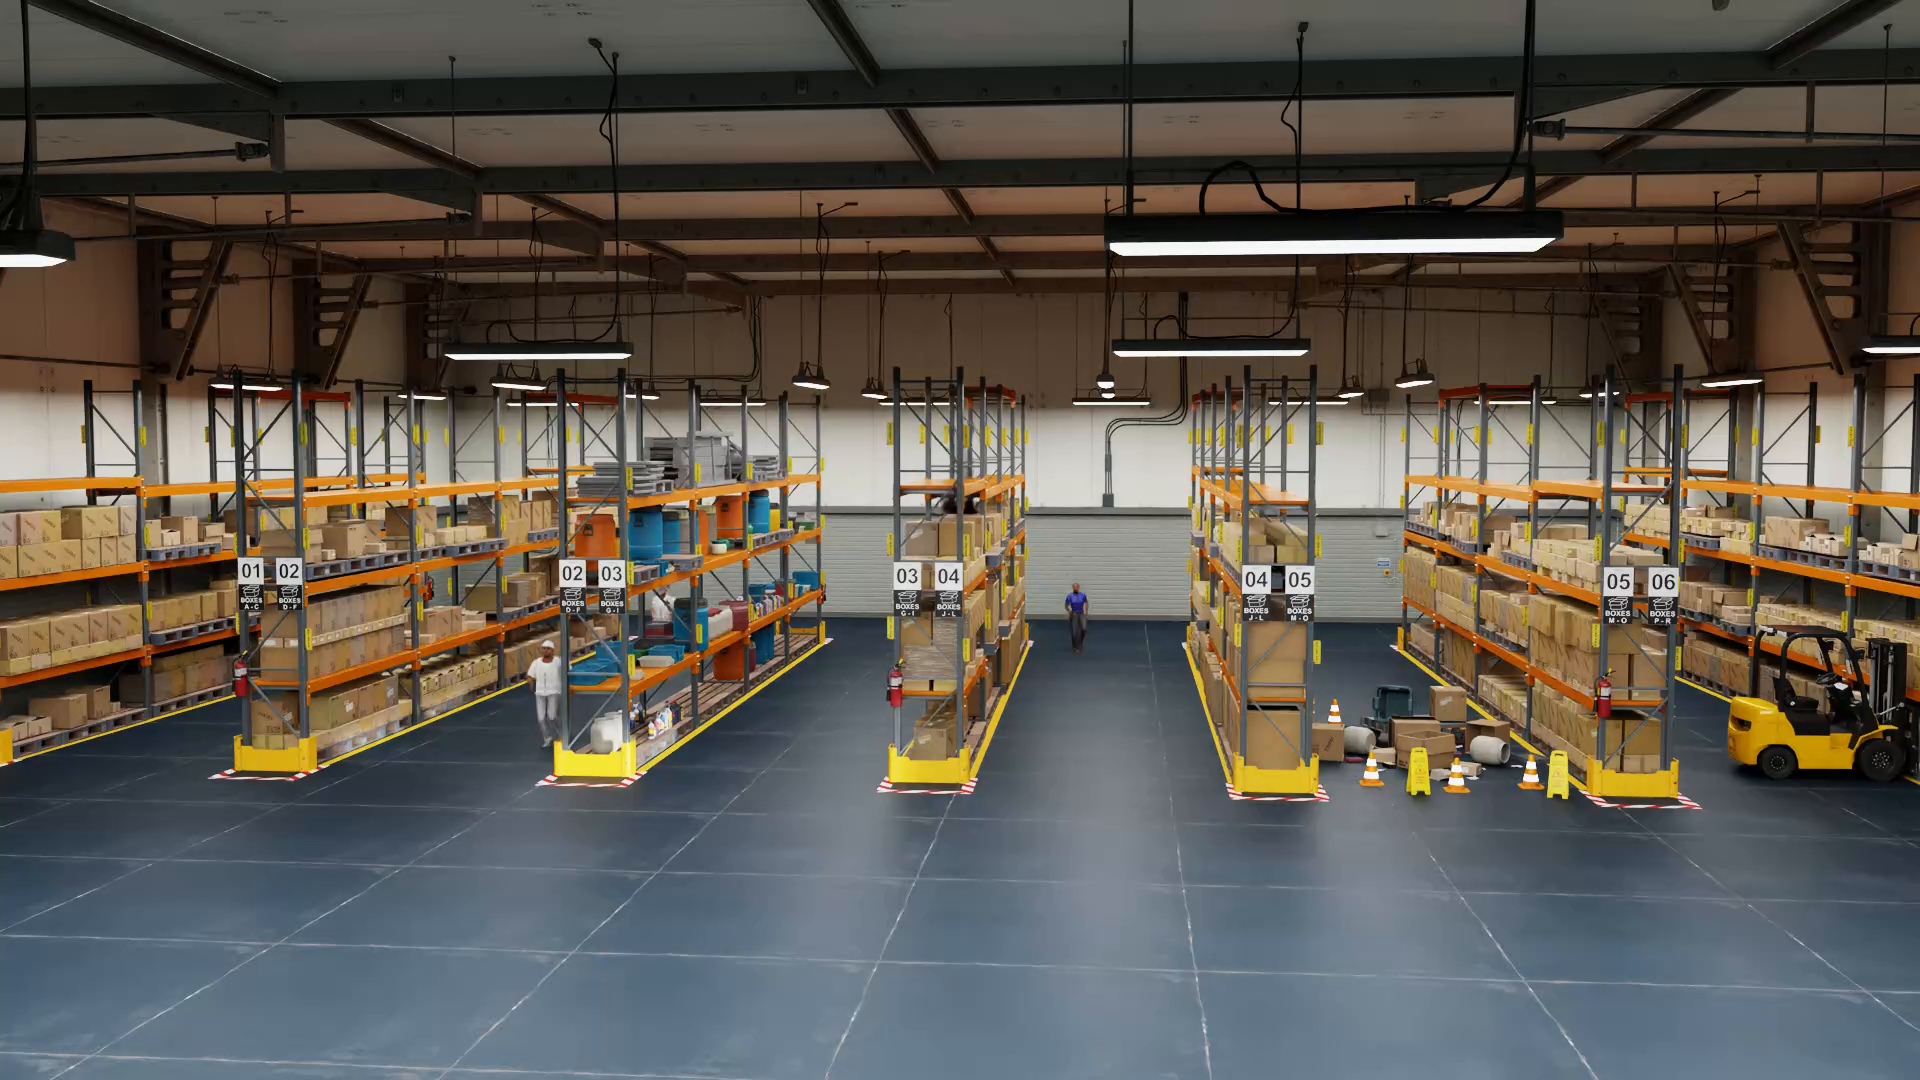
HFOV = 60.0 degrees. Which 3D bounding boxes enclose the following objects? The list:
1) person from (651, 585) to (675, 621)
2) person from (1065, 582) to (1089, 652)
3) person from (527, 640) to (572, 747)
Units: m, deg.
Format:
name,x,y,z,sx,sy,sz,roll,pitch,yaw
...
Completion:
name,x,y,z,sx,sy,sz,roll,pitch,yaw
person,-6.590,1.835,37.065,0.653,1.758,0.645,0,4,5
person,2.726,1.793,38.541,0.592,1.621,0.598,0,4,-7
person,-6.622,2.479,26.700,0.738,1.723,0.582,0,4,6
